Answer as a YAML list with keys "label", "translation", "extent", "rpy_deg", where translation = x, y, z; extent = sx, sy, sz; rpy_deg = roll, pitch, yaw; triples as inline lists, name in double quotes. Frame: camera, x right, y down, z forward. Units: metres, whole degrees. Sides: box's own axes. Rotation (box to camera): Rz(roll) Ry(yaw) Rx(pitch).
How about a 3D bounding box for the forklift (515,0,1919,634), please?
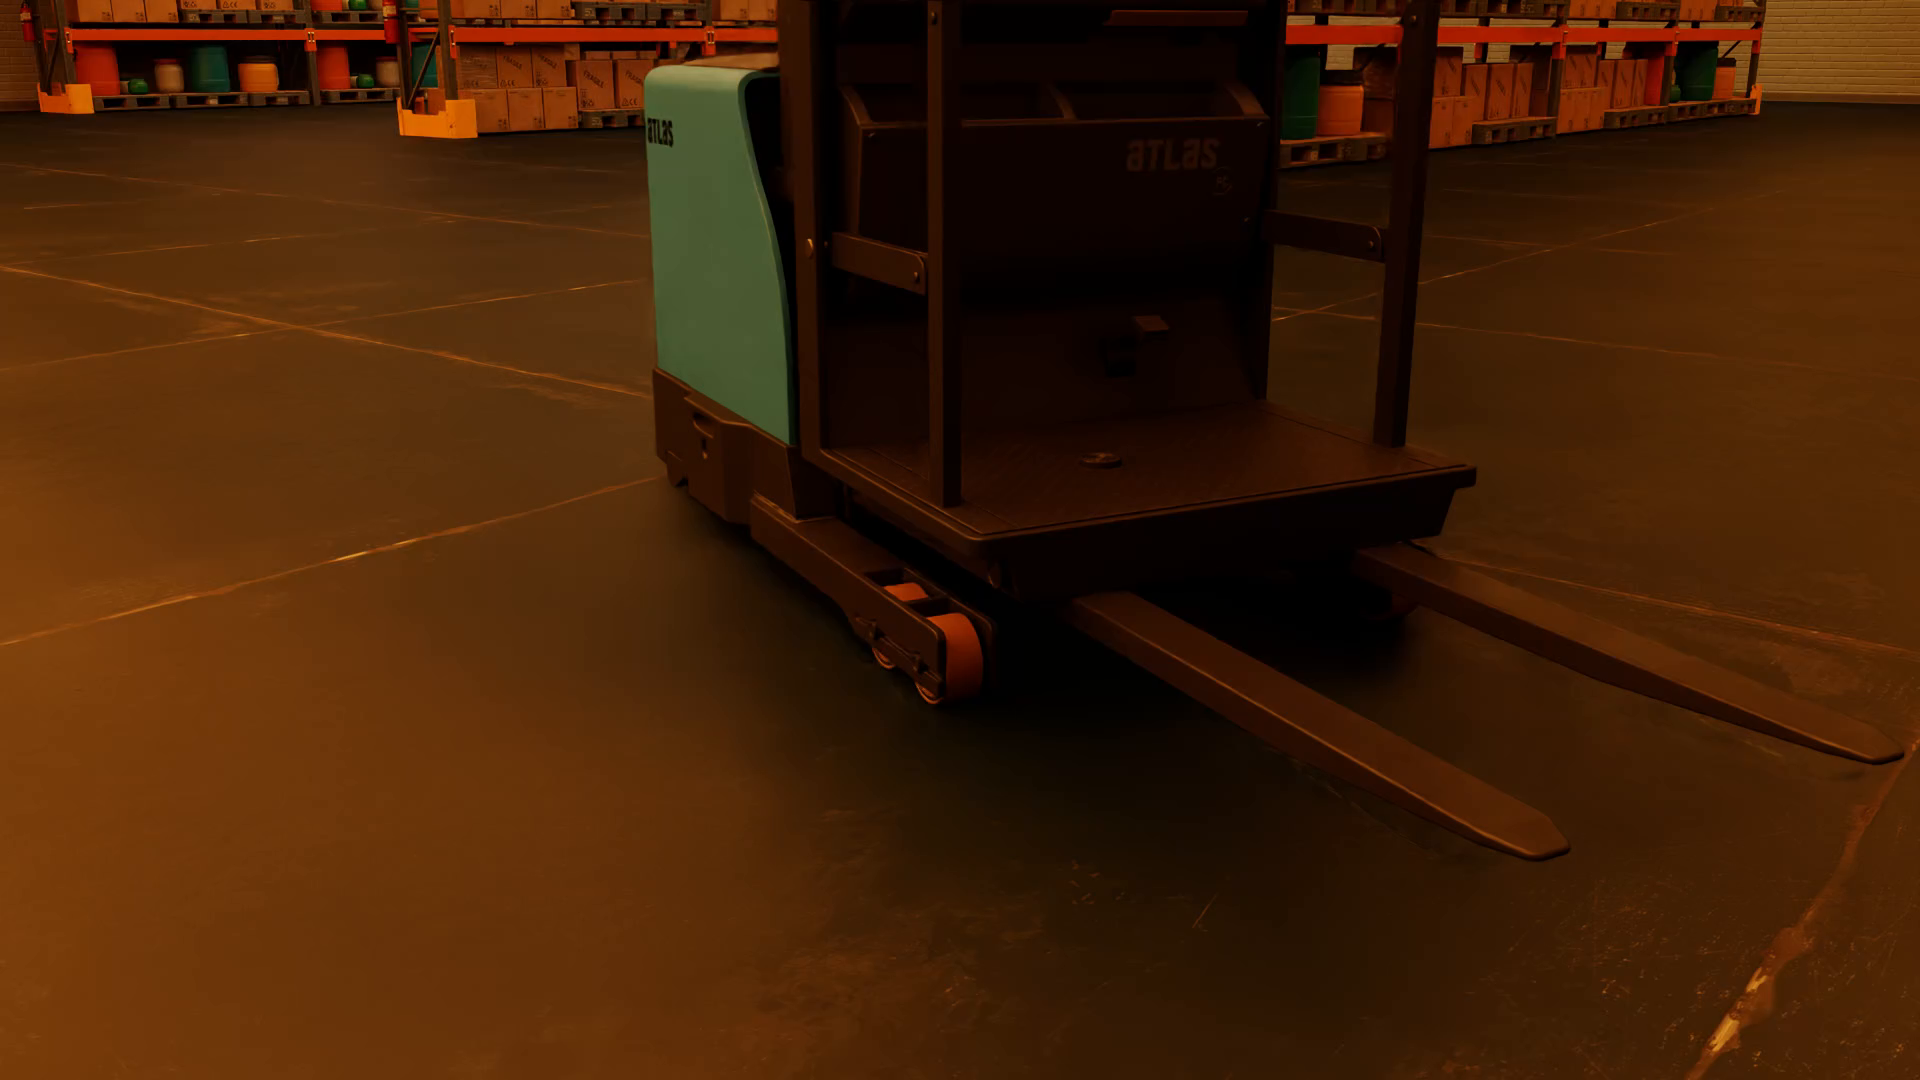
- label: "forklift"
  translation: [0.635, -1.382, 3.449]
  extent: [3.031, 2.935, 1.130]
  rpy_deg: [3, 17, 11]
